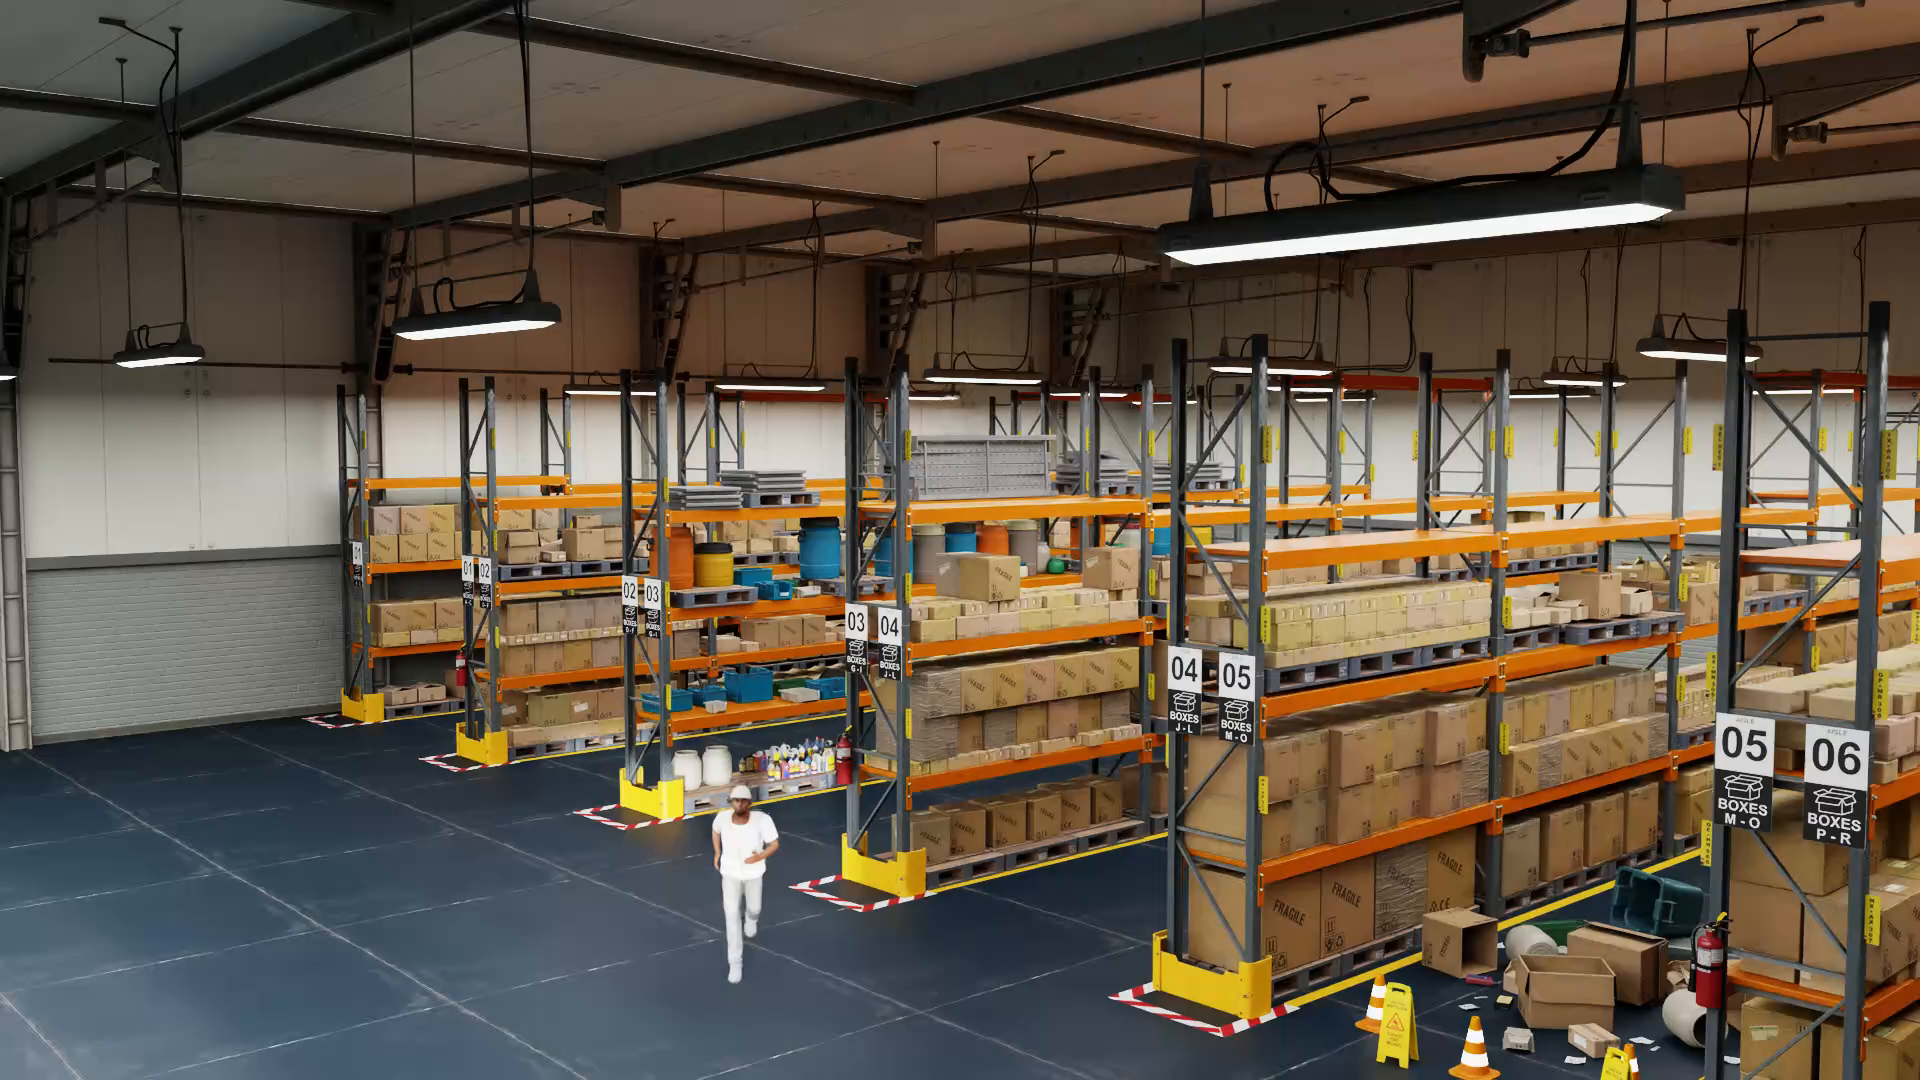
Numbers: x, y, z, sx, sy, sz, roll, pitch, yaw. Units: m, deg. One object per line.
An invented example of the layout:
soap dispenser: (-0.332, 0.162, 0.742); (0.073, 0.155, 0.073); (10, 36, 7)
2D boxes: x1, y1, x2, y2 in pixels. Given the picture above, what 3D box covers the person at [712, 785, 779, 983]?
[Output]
person: (-2.072, 3.242, 16.083); (0.652, 1.793, 1.118); (0, 4, -7)
